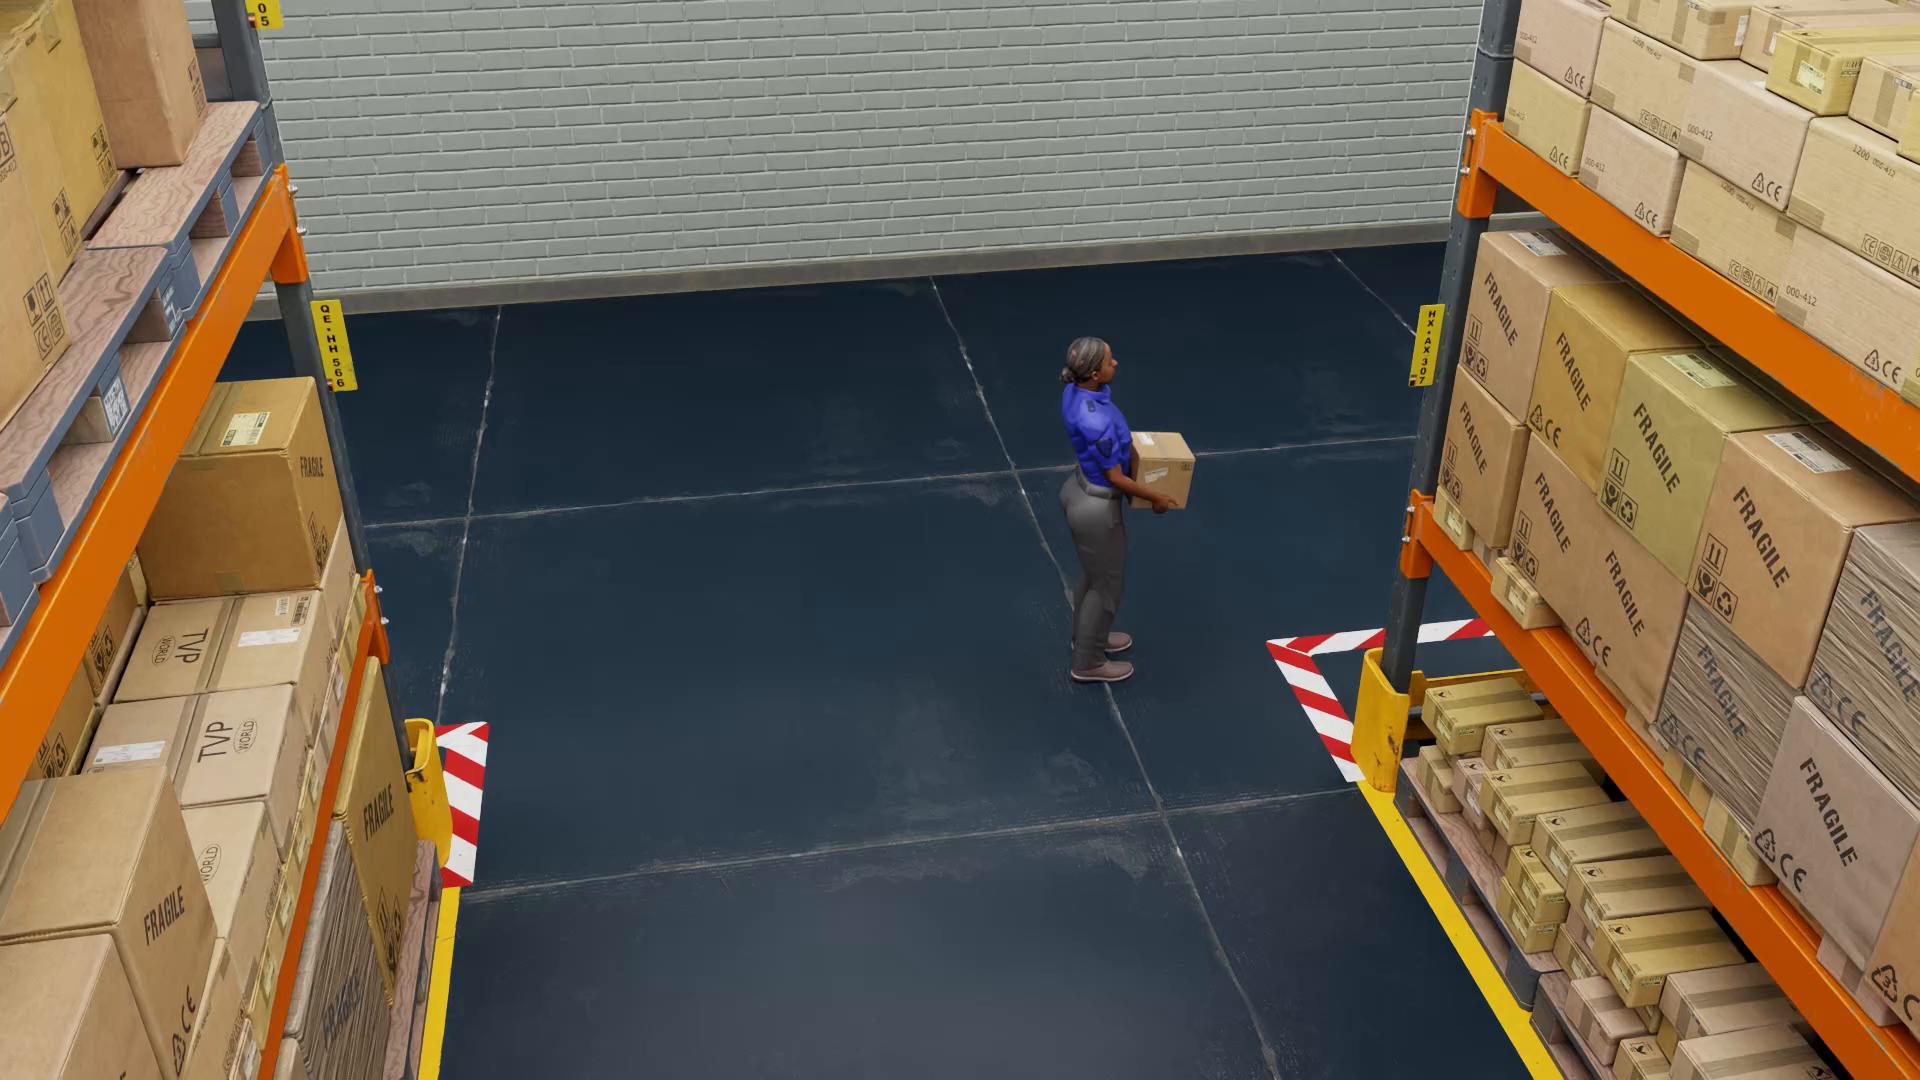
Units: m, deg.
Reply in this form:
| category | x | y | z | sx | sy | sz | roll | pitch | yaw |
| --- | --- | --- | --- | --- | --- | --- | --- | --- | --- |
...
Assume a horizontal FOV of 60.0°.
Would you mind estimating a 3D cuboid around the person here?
| category | x | y | z | sx | sy | sz | roll | pitch | yaw |
| --- | --- | --- | --- | --- | --- | --- | --- | --- | --- |
| person | 0.679 | -0.142 | 7.386 | 0.517 | 1.647 | 0.450 | -5 | 31 | -8 |
